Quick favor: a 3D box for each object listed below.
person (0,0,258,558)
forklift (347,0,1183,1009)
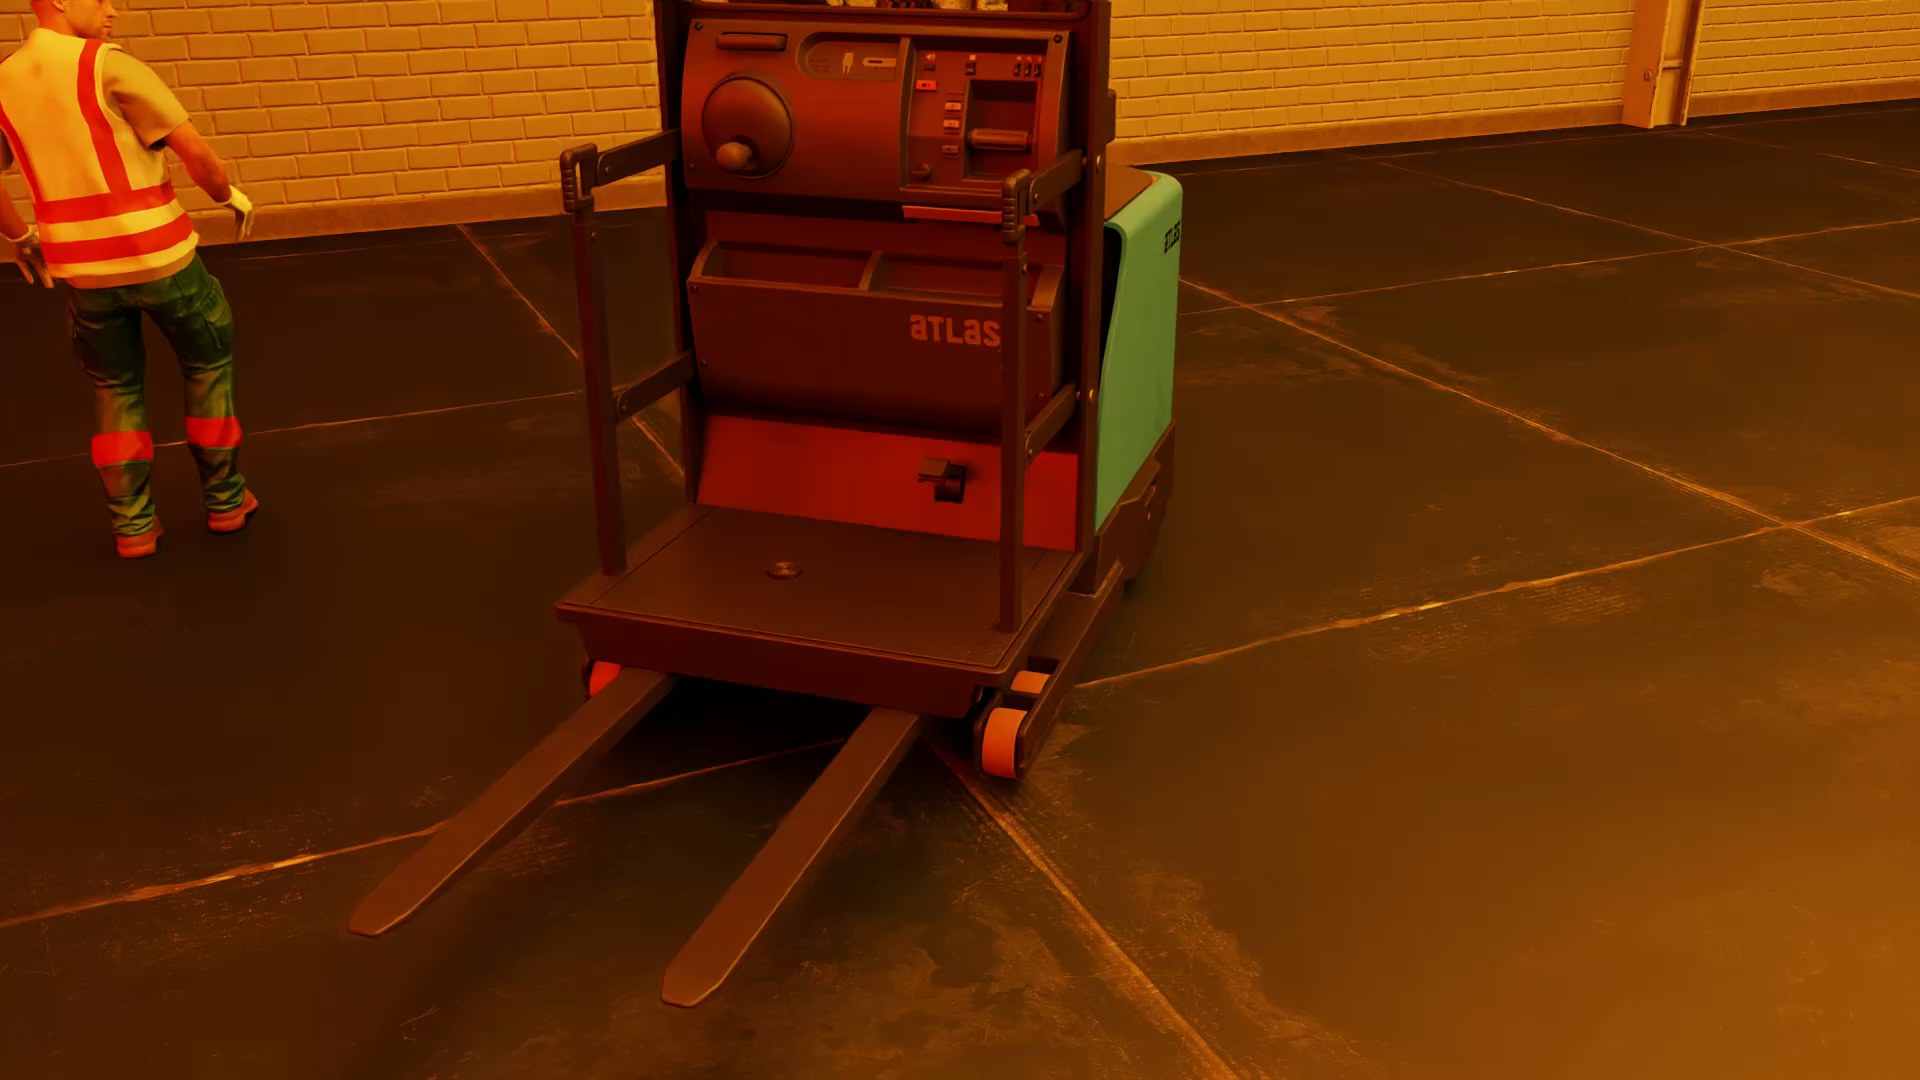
[{"bbox_3d":[-2.445,-0.823,4.842,0.747,1.736,0.515,-1,23,-3],"label":"person"},{"bbox_3d":[-0.274,-0.980,3.646,1.130,2.935,3.031,7,24,17],"label":"forklift"}]
